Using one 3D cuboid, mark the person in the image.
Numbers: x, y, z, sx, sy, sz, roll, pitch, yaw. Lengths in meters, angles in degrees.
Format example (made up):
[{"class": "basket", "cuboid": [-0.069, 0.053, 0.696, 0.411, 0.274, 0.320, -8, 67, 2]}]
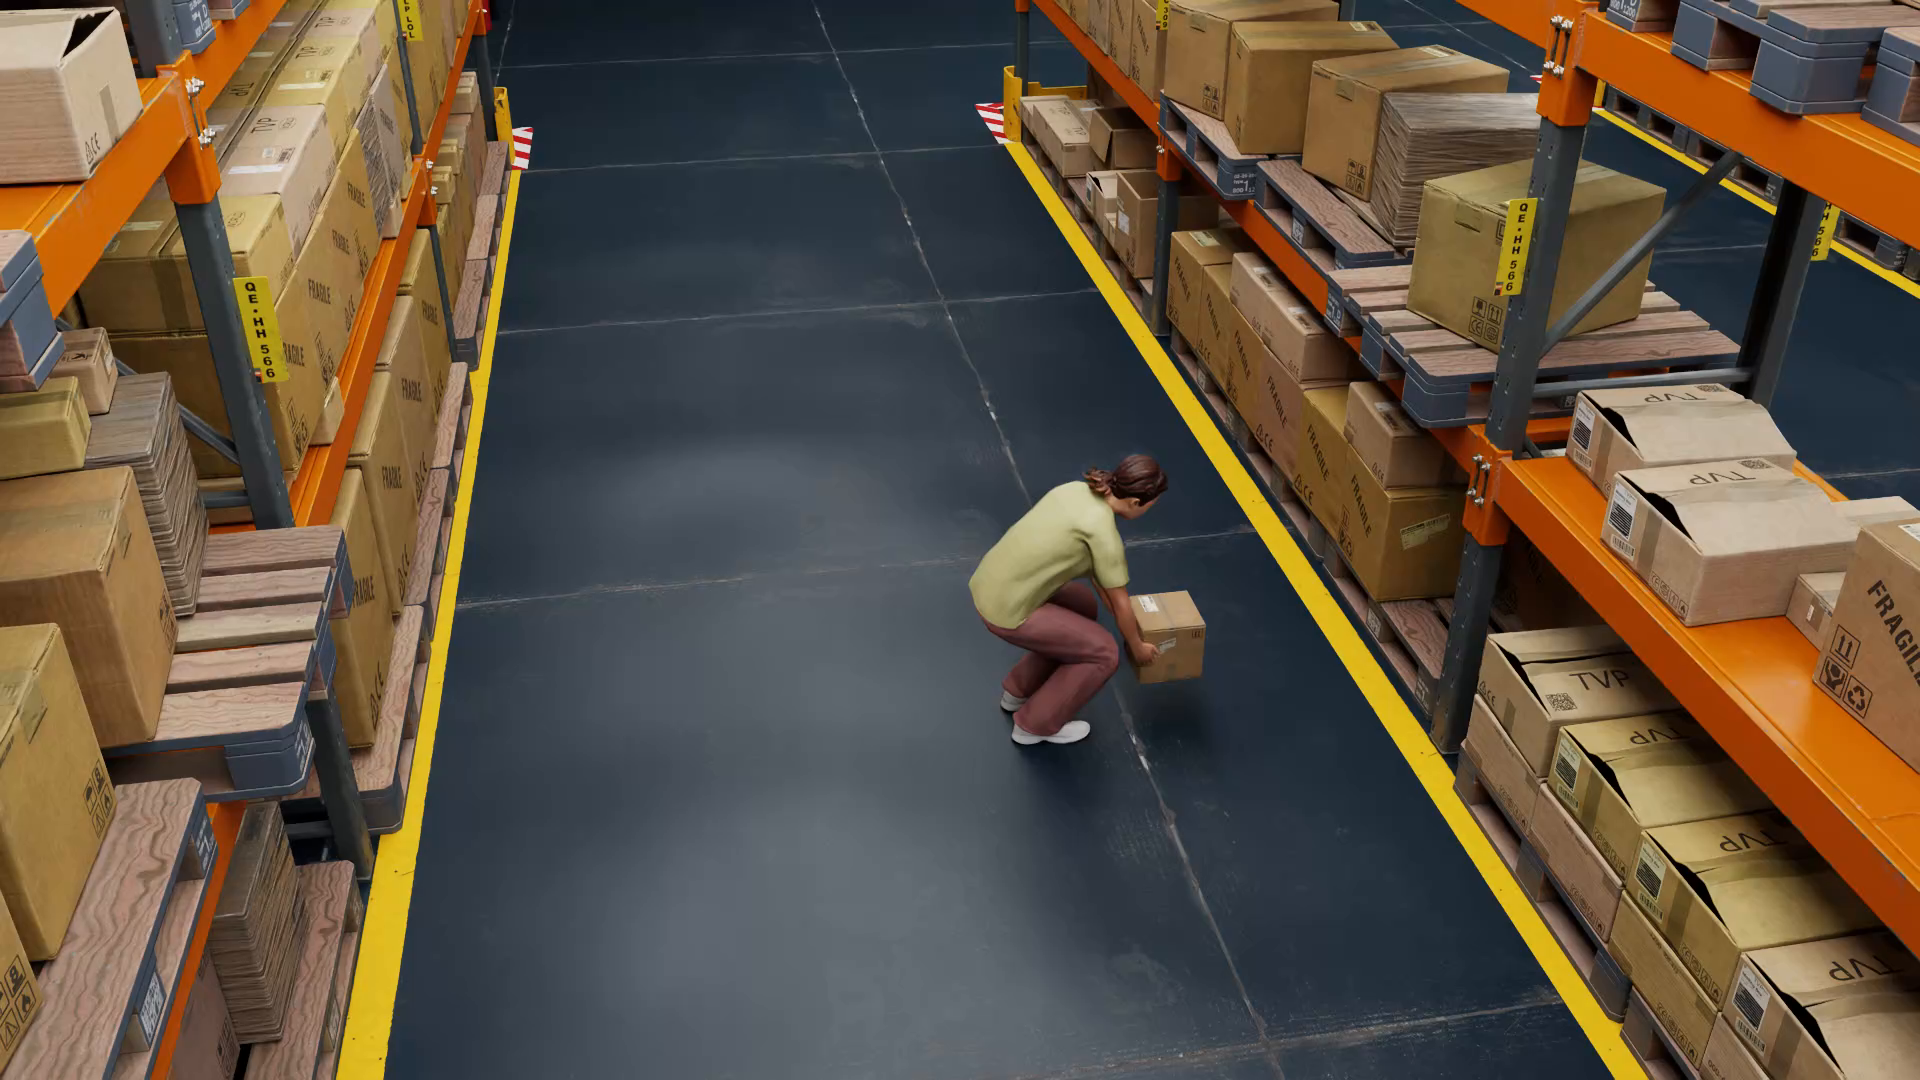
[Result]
[{"class": "person", "cuboid": [0.405, 0.260, 6.368, 0.747, 0.992, 0.505, -5, 31, -9]}]
